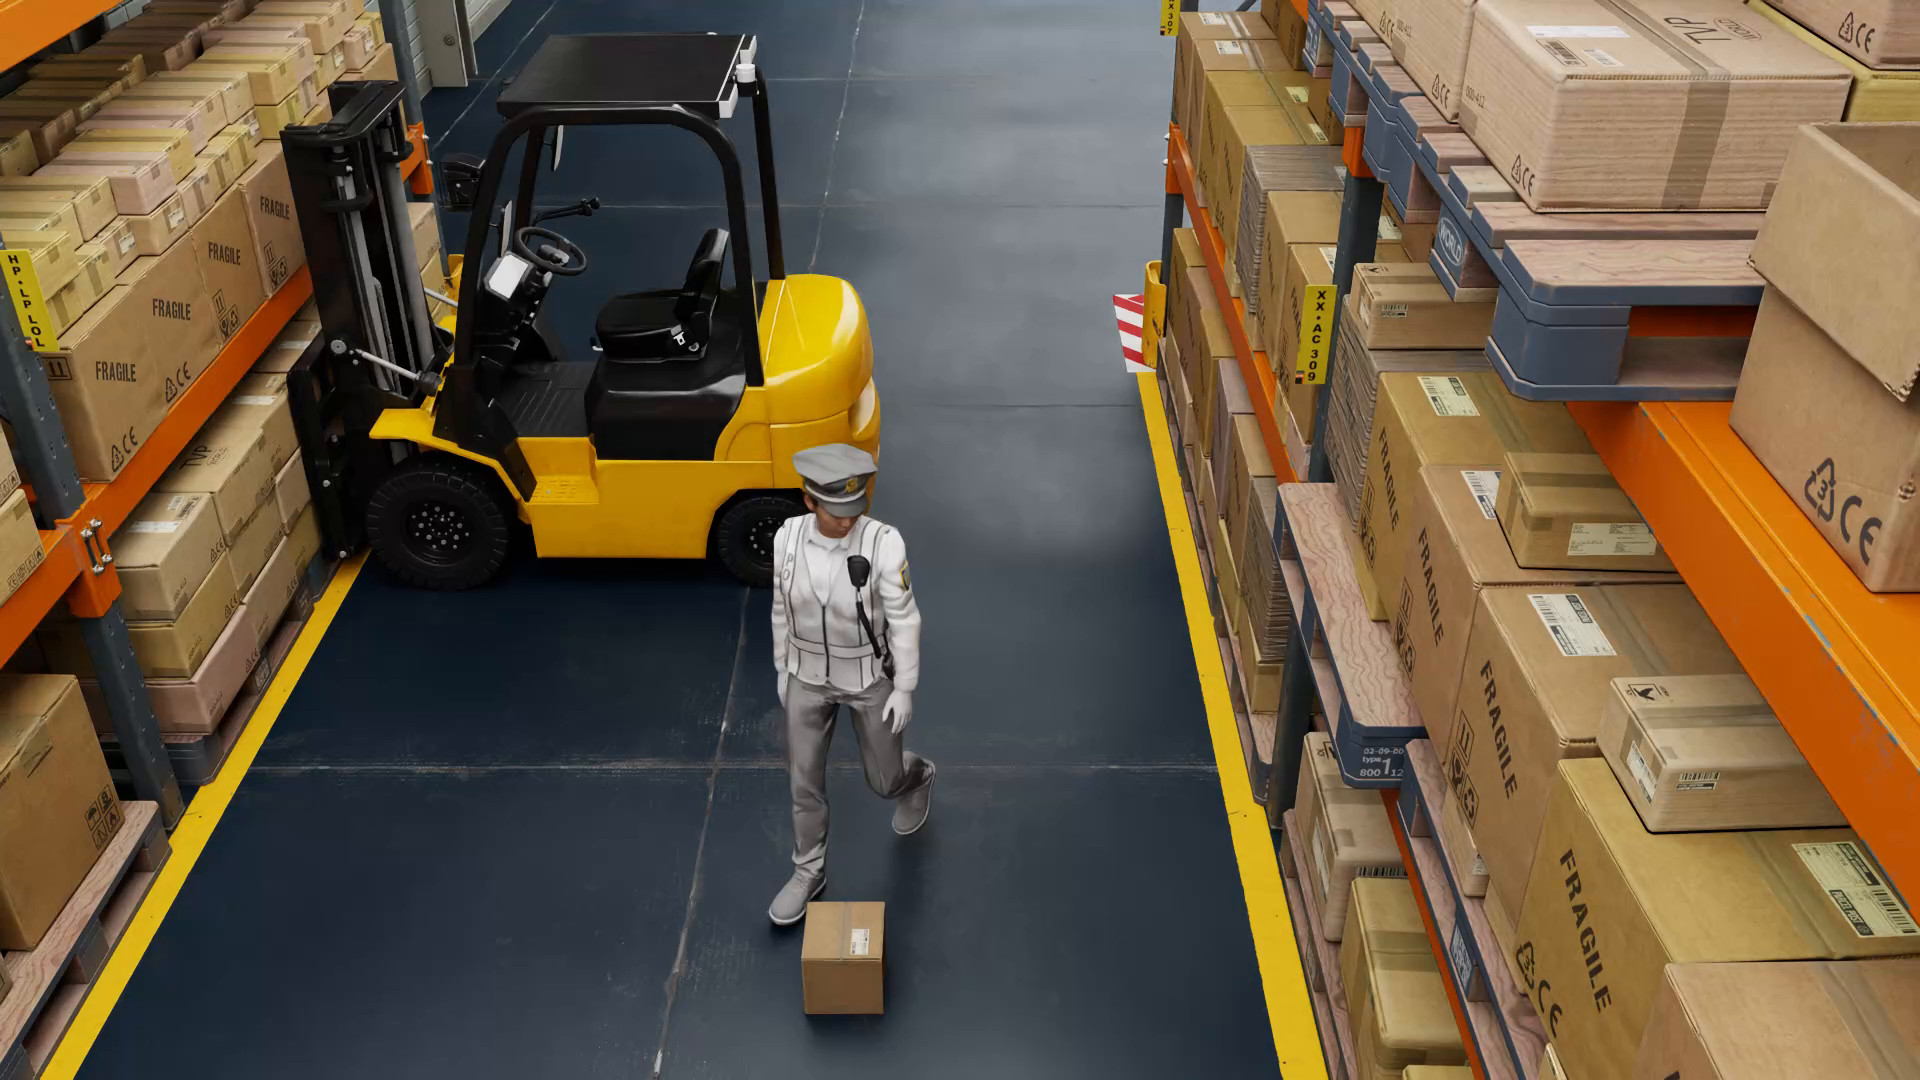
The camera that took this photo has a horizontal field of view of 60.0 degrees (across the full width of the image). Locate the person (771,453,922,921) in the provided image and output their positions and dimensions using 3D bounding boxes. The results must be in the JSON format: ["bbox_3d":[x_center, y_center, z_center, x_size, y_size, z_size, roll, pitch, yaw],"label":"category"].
[{"bbox_3d":[-0.360,0.490,5.333,0.479,1.684,0.335,1,32,1],"label":"person"}]
